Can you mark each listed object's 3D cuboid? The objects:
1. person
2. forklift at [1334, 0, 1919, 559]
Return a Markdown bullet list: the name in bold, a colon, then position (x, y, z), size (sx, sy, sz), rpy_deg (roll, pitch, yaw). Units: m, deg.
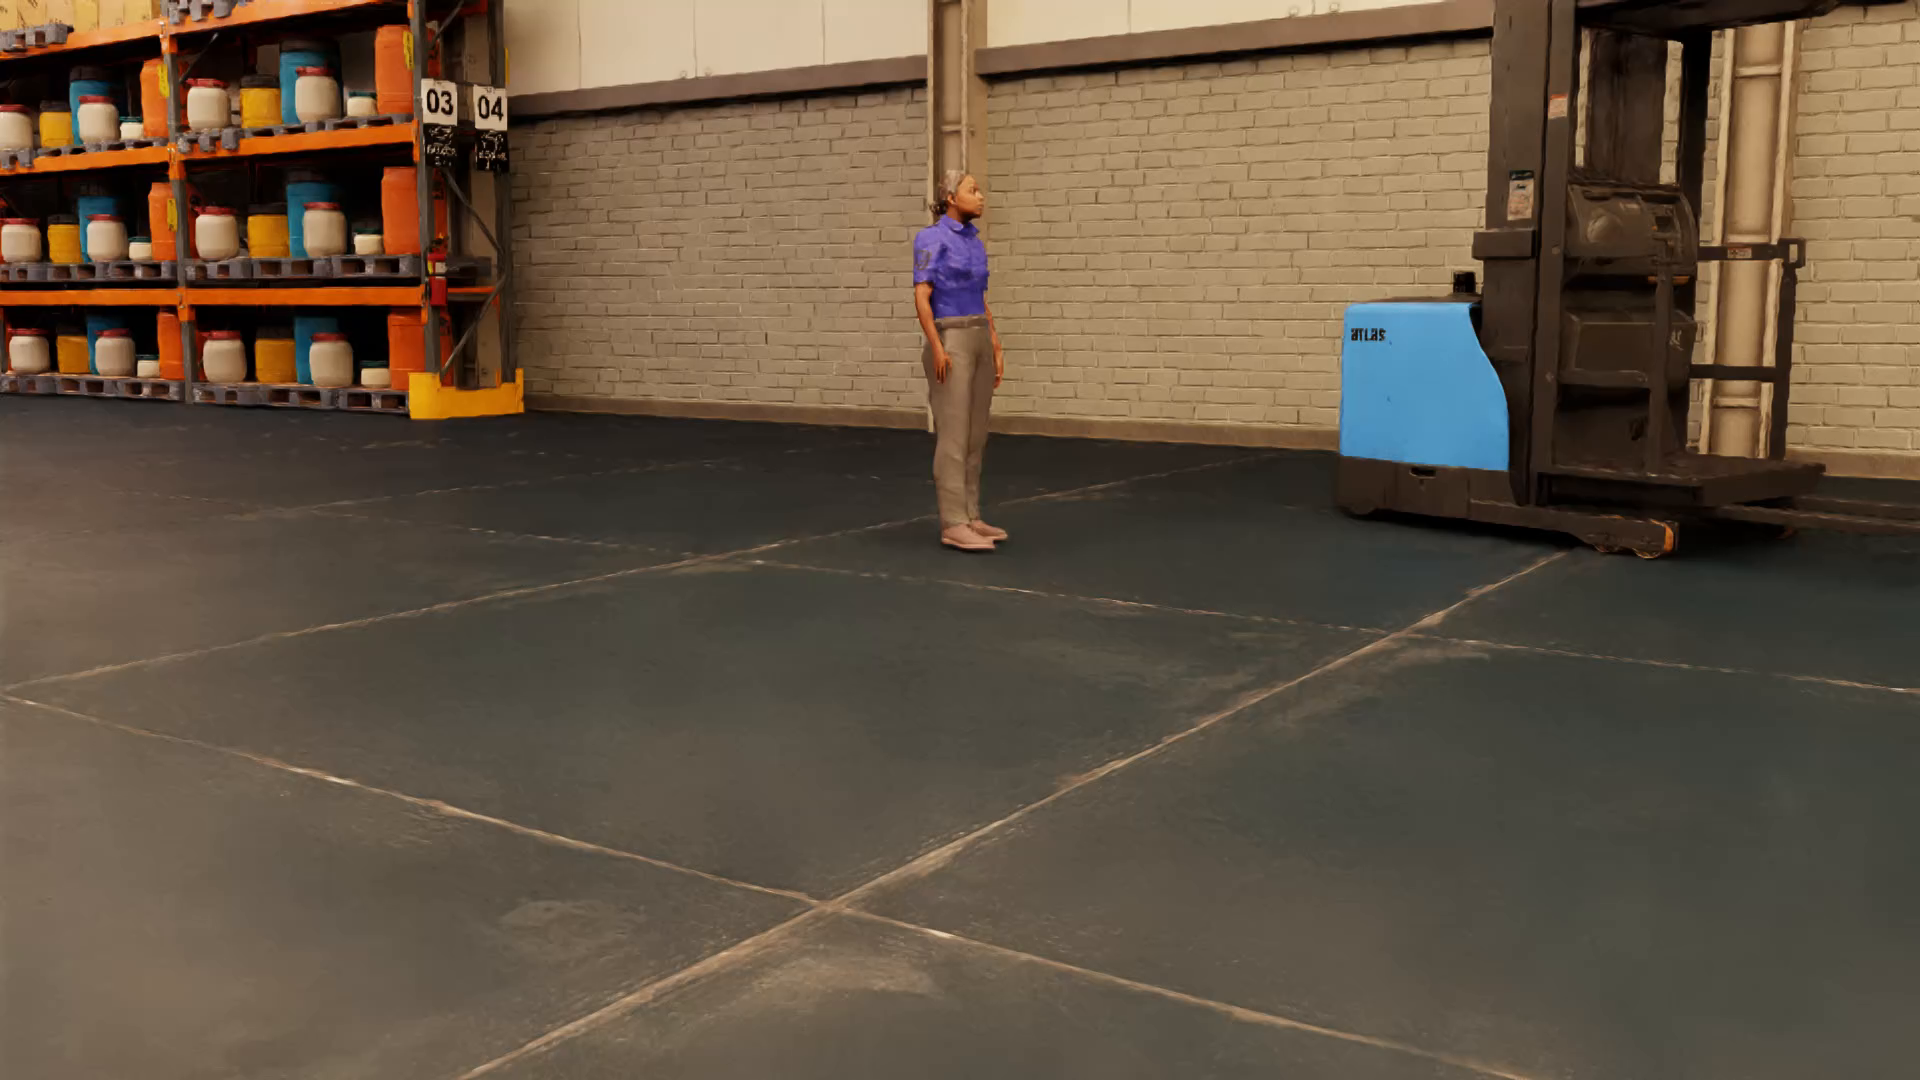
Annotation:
- **person**: position (0.062, -0.817, 7.422), size (0.503, 1.654, 0.570), rpy_deg (5, 10, 34)
- **forklift**: position (3.176, -1.447, 7.371), size (1.130, 2.935, 3.031), rpy_deg (-6, 10, -36)
